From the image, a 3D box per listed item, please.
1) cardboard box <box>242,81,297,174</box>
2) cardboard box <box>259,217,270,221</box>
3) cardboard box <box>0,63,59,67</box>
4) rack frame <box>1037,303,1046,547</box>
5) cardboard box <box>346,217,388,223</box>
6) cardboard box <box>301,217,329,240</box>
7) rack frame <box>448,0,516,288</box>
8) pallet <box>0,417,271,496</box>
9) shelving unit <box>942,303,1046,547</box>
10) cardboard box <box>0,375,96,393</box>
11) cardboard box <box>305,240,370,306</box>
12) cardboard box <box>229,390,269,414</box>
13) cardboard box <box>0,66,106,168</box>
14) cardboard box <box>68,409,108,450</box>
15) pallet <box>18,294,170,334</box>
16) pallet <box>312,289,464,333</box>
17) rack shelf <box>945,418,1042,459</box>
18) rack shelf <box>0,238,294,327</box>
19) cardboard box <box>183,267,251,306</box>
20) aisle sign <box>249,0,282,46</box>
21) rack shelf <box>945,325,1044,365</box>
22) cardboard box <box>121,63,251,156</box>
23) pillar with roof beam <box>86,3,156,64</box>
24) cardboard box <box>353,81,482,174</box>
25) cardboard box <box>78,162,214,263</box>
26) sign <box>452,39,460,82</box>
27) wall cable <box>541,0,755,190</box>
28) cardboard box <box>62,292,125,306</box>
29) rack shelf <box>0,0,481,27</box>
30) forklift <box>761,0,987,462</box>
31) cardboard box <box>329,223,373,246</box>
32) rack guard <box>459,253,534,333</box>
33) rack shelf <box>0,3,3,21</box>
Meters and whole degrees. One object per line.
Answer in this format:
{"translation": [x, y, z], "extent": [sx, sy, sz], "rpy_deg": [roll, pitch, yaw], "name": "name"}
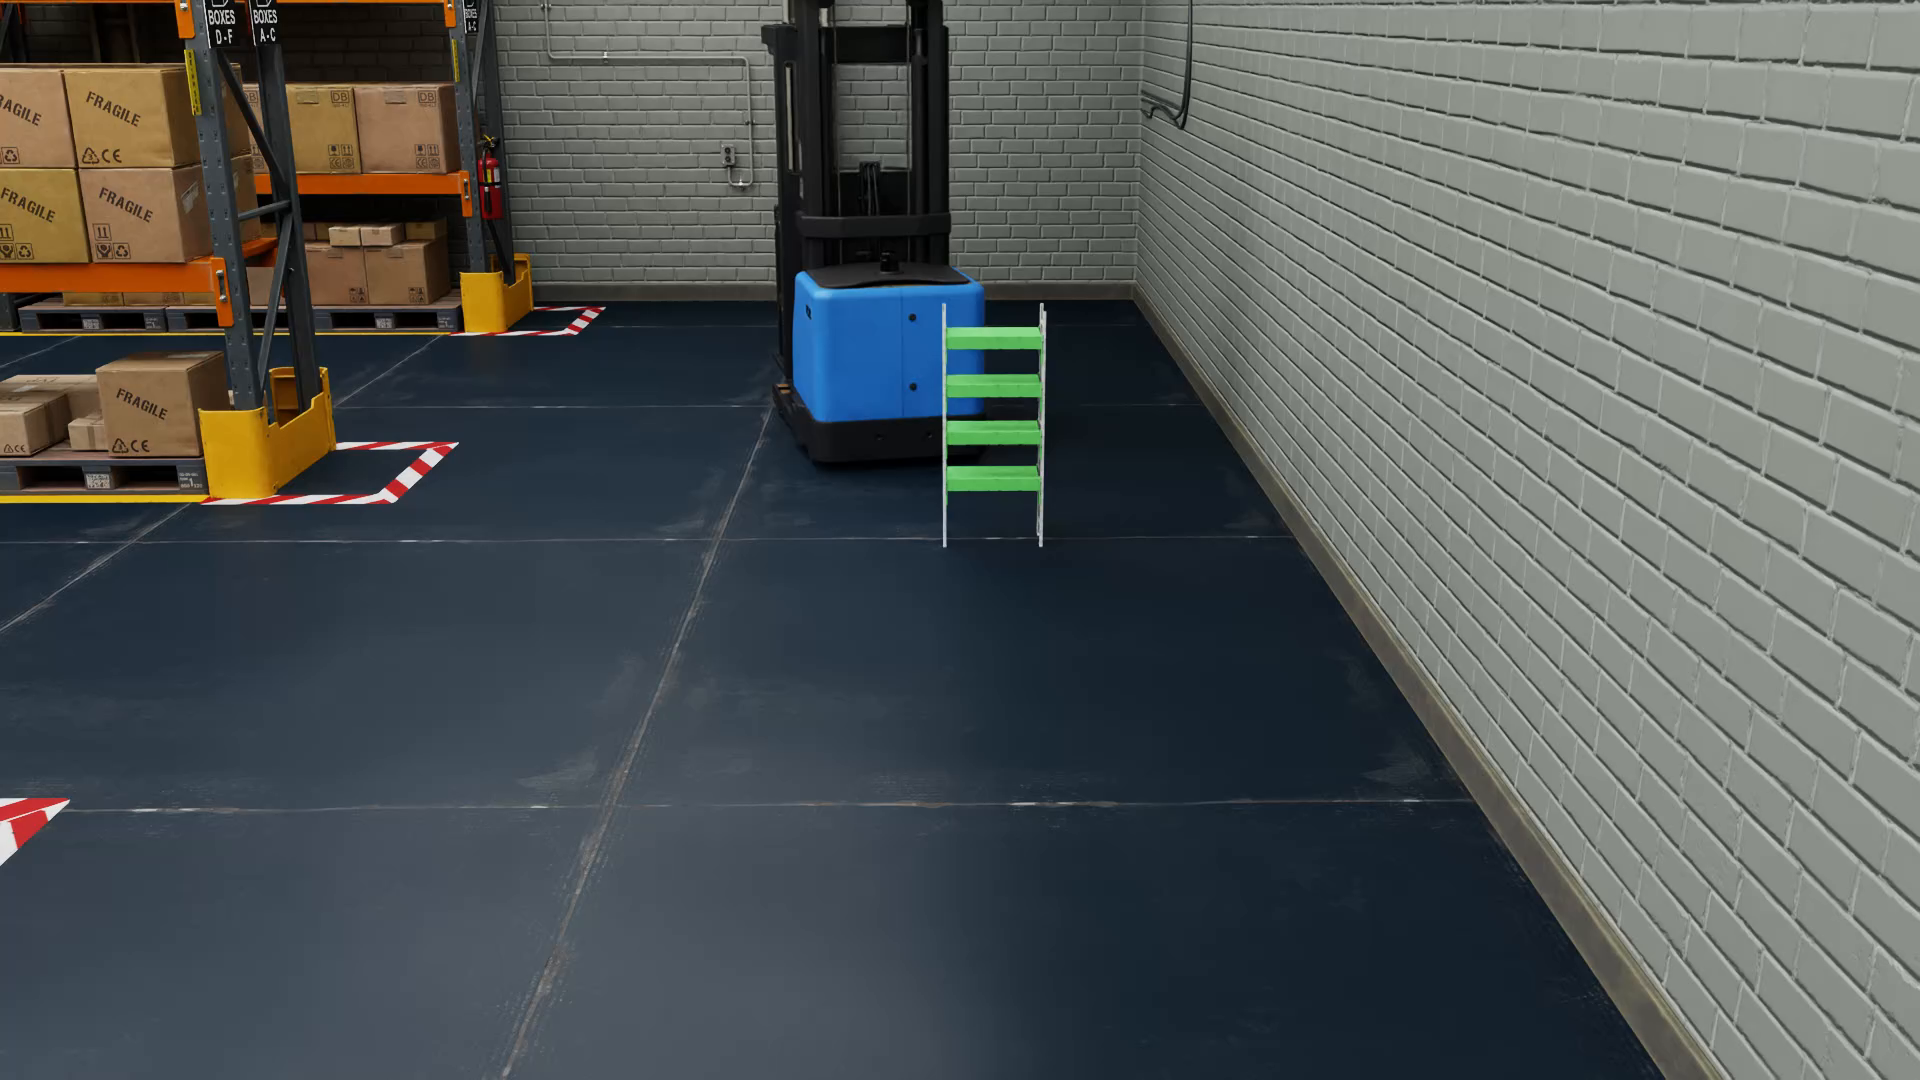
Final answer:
{"translation": [-6.038, -3.478, 13.987], "extent": [0.700, 0.700, 0.980], "rpy_deg": [-1, 18, -4], "name": "cardboard box"}
{"translation": [-6.136, -2.687, 14.356], "extent": [0.250, 0.149, 0.380], "rpy_deg": [-1, 18, -2], "name": "cardboard box"}
{"translation": [-5.427, -2.432, 9.417], "extent": [0.500, 0.500, 0.500], "rpy_deg": [0, 18, 0], "name": "cardboard box"}
{"translation": [0.409, -0.573, 8.370], "extent": [0.015, 1.200, 0.240], "rpy_deg": [0, 18, -1], "name": "rack frame"}
{"translation": [-5.122, -2.692, 14.371], "extent": [0.250, 0.149, 0.380], "rpy_deg": [0, 18, -1], "name": "cardboard box"}
{"translation": [-5.626, -2.689, 14.363], "extent": [0.250, 0.149, 0.380], "rpy_deg": [0, 18, 0], "name": "cardboard box"}
{"translation": [-4.039, -3.348, 14.075], "extent": [0.127, 3.000, 1.000], "rpy_deg": [0, 18, -1], "name": "rack frame"}
{"translation": [-4.830, -0.503, 9.770], "extent": [1.213, 0.211, 1.003], "rpy_deg": [0, 18, -1], "name": "pallet"}
{"translation": [0.166, -0.572, 8.367], "extent": [0.503, 1.200, 0.258], "rpy_deg": [0, 18, -1], "name": "shelving unit"}
{"translation": [-5.505, -0.815, 9.958], "extent": [0.500, 0.250, 0.500], "rpy_deg": [0, 18, -1], "name": "cardboard box"}
{"translation": [-5.237, -2.322, 14.279], "extent": [0.500, 0.500, 0.700], "rpy_deg": [0, 18, -1], "name": "cardboard box"}
{"translation": [-4.381, -0.790, 10.047], "extent": [0.250, 0.149, 0.380], "rpy_deg": [0, 18, -1], "name": "cardboard box"}
{"translation": [-4.902, -2.270, 8.913], "extent": [0.500, 0.500, 0.500], "rpy_deg": [0, 18, 1], "name": "cardboard box"}
{"translation": [-4.903, -0.643, 9.561], "extent": [0.250, 0.166, 0.380], "rpy_deg": [0, 18, -1], "name": "cardboard box"}
{"translation": [-7.276, -1.981, 14.377], "extent": [1.213, 0.211, 1.003], "rpy_deg": [0, 18, -1], "name": "pallet"}
{"translation": [-4.837, -1.993, 14.414], "extent": [1.213, 0.211, 1.003], "rpy_deg": [0, 18, -1], "name": "pallet"}
{"translation": [0.166, -0.511, 8.386], "extent": [0.480, 0.148, 0.258], "rpy_deg": [0, 18, -1], "name": "rack shelf"}
{"translation": [-5.956, -1.483, 9.438], "extent": [4.000, 0.370, 1.077], "rpy_deg": [0, 18, -1], "name": "rack shelf"}
{"translation": [-6.273, -2.314, 14.256], "extent": [0.500, 0.500, 0.700], "rpy_deg": [0, 18, 0], "name": "cardboard box"}
{"translation": [-3.893, -3.163, 9.242], "extent": [0.004, 0.787, 0.394], "rpy_deg": [0, 18, -1], "name": "aisle sign"}
{"translation": [0.166, -0.968, 8.240], "extent": [0.480, 0.148, 0.258], "rpy_deg": [0, 18, -1], "name": "rack shelf"}
{"translation": [-4.404, -2.437, 9.435], "extent": [0.500, 0.500, 0.500], "rpy_deg": [0, 18, 1], "name": "cardboard box"}
{"translation": [-7.284, -5.138, 9.833], "extent": [0.400, 9.000, 9.100], "rpy_deg": [0, 18, -1], "name": "pillar with roof beam"}
{"translation": [-4.548, -3.486, 14.012], "extent": [0.700, 0.700, 0.980], "rpy_deg": [1, 18, 2], "name": "cardboard box"}
{"translation": [-4.400, -1.798, 9.077], "extent": [0.500, 0.500, 0.500], "rpy_deg": [0, 18, 1], "name": "cardboard box"}
{"translation": [-4.044, -3.847, 13.345], "extent": [0.005, 0.325, 0.100], "rpy_deg": [0, 18, -1], "name": "sign"}
{"translation": [-2.773, -4.127, 14.839], "extent": [1.851, 1.984, 0.084], "rpy_deg": [0, 18, -1], "name": "wall cable"}
{"translation": [-7.289, -2.311, 14.246], "extent": [0.500, 0.500, 0.700], "rpy_deg": [0, 18, 0], "name": "cardboard box"}
{"translation": [-6.038, -4.424, 13.696], "extent": [4.000, 0.370, 1.077], "rpy_deg": [0, 18, -1], "name": "rack shelf"}
{"translation": [-0.665, -2.260, 10.795], "extent": [1.130, 2.935, 3.031], "rpy_deg": [-4, 18, -12], "name": "forklift"}
{"translation": [-5.118, -2.575, 14.007], "extent": [0.250, 0.149, 0.380], "rpy_deg": [0, 18, 1], "name": "cardboard box"}
{"translation": [-4.015, -2.158, 14.457], "extent": [0.348, 0.500, 1.175], "rpy_deg": [0, 18, -1], "name": "rack guard"}
{"translation": [-10.038, -4.405, 13.636], "extent": [4.000, 0.370, 1.077], "rpy_deg": [0, 18, -1], "name": "rack shelf"}
